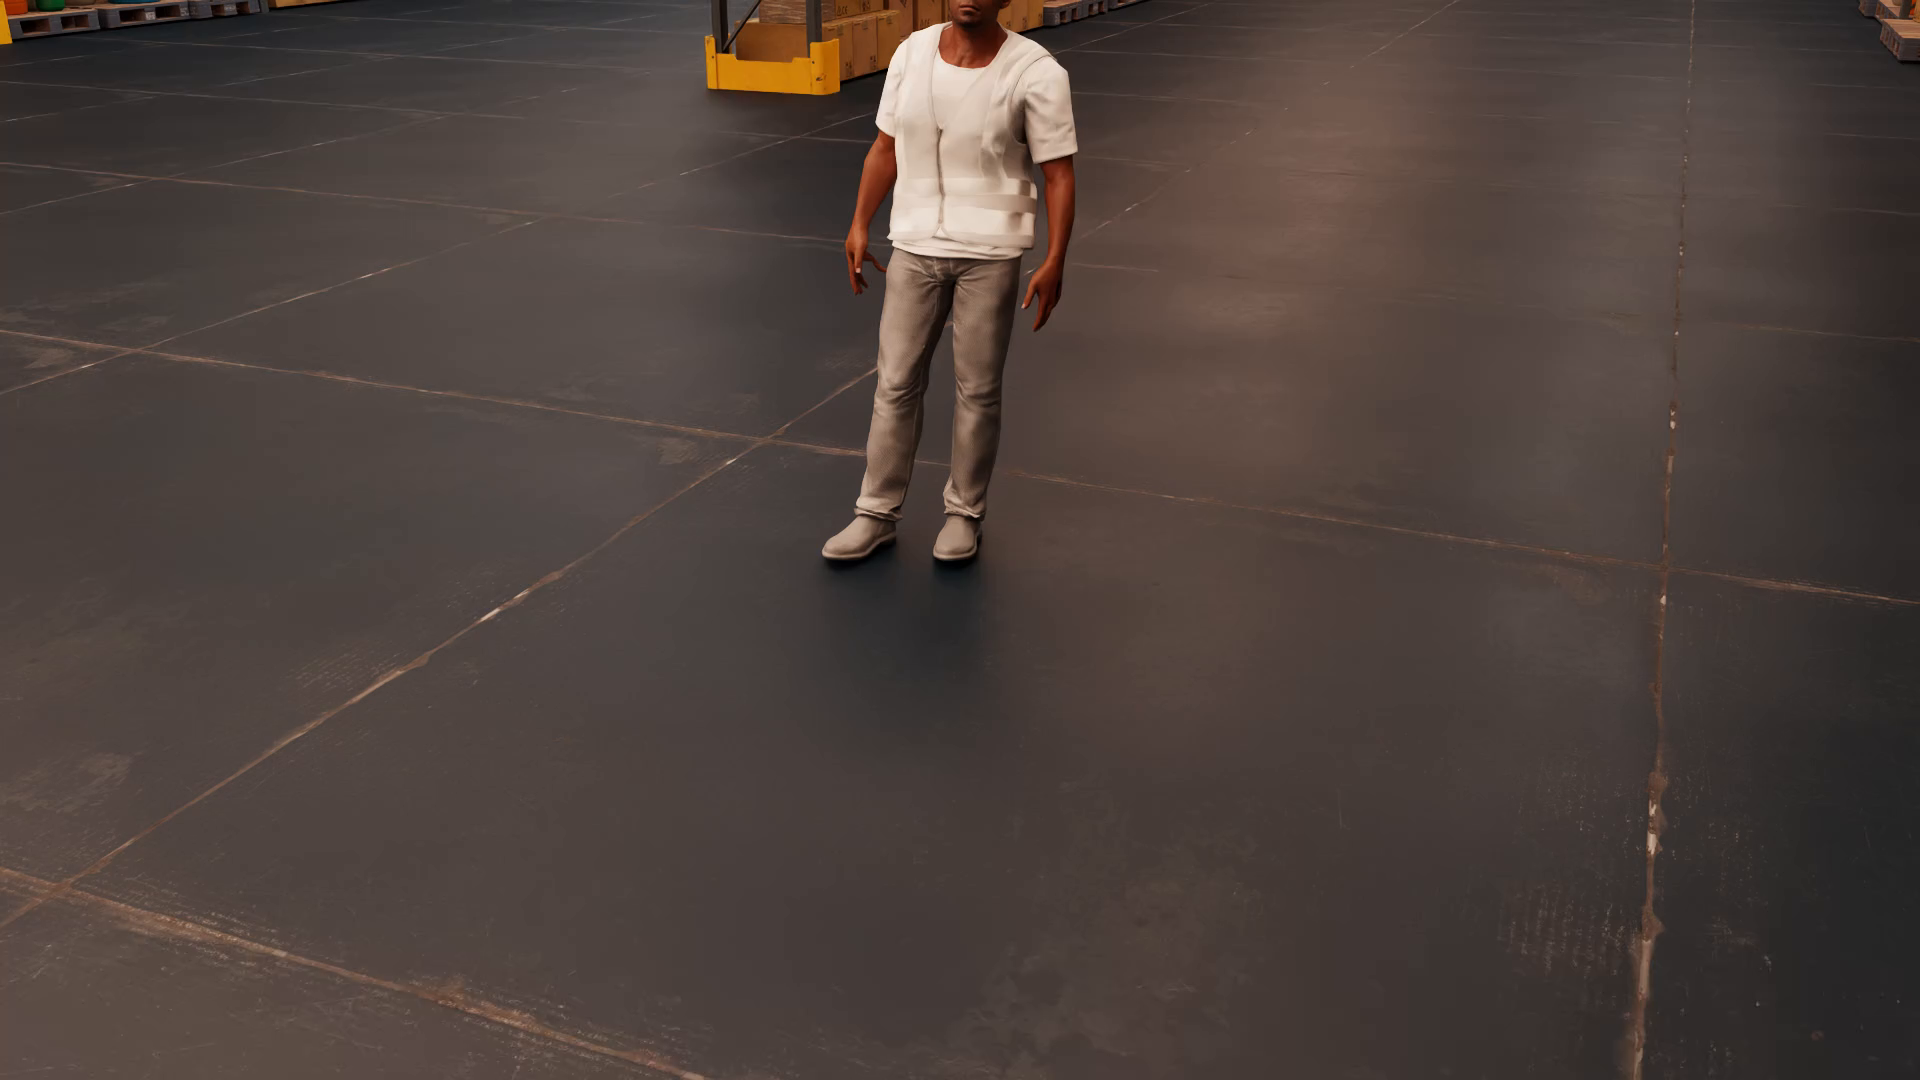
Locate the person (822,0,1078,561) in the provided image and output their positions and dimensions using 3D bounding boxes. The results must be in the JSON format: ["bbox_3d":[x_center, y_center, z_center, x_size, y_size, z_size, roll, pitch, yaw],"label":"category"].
[{"bbox_3d":[-0.032,-0.798,4.693,0.665,1.765,0.577,9,24,21],"label":"person"}]
